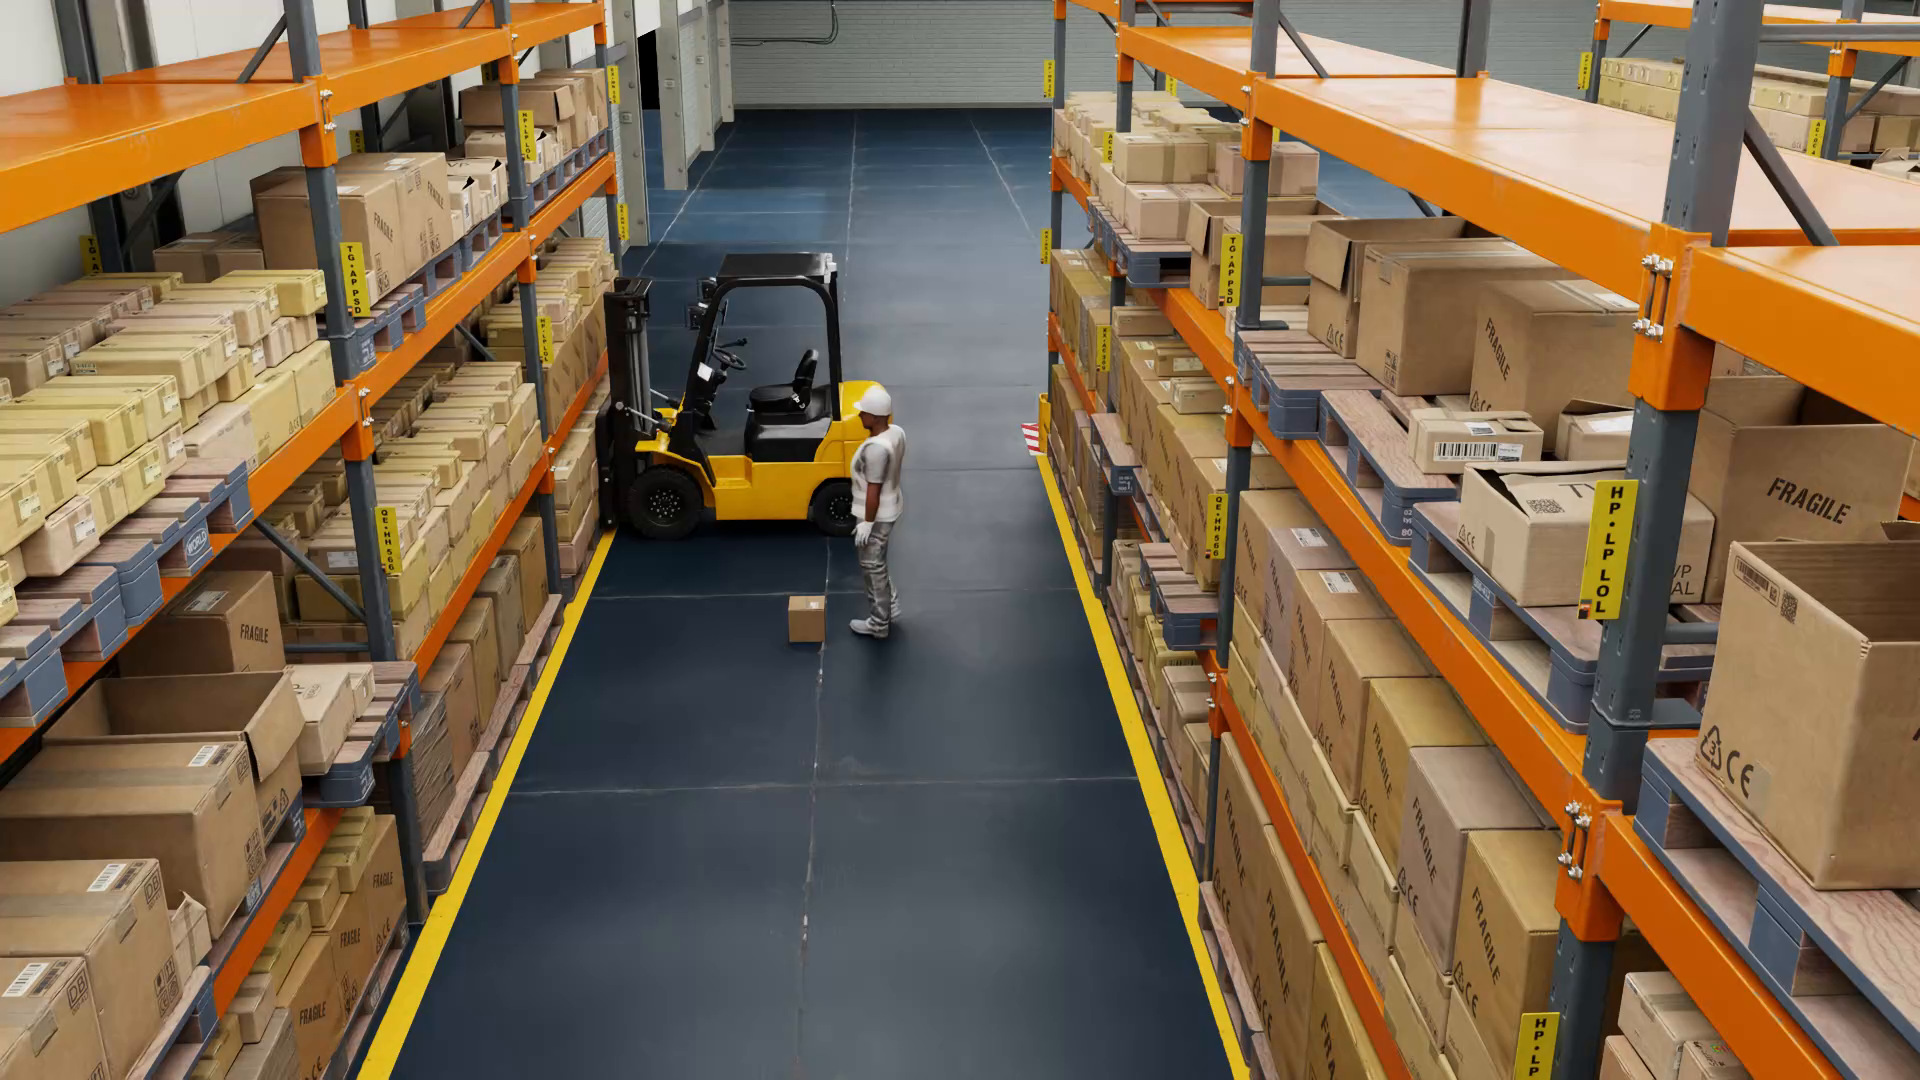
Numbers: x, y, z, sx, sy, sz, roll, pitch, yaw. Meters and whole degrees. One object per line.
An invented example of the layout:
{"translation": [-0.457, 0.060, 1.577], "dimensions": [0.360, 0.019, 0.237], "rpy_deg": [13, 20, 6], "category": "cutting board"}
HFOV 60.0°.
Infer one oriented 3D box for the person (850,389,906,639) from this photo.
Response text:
{"translation": [-0.594, -0.169, 11.514], "dimensions": [0.396, 1.814, 0.566], "rpy_deg": [4, 21, 12], "category": "person"}
